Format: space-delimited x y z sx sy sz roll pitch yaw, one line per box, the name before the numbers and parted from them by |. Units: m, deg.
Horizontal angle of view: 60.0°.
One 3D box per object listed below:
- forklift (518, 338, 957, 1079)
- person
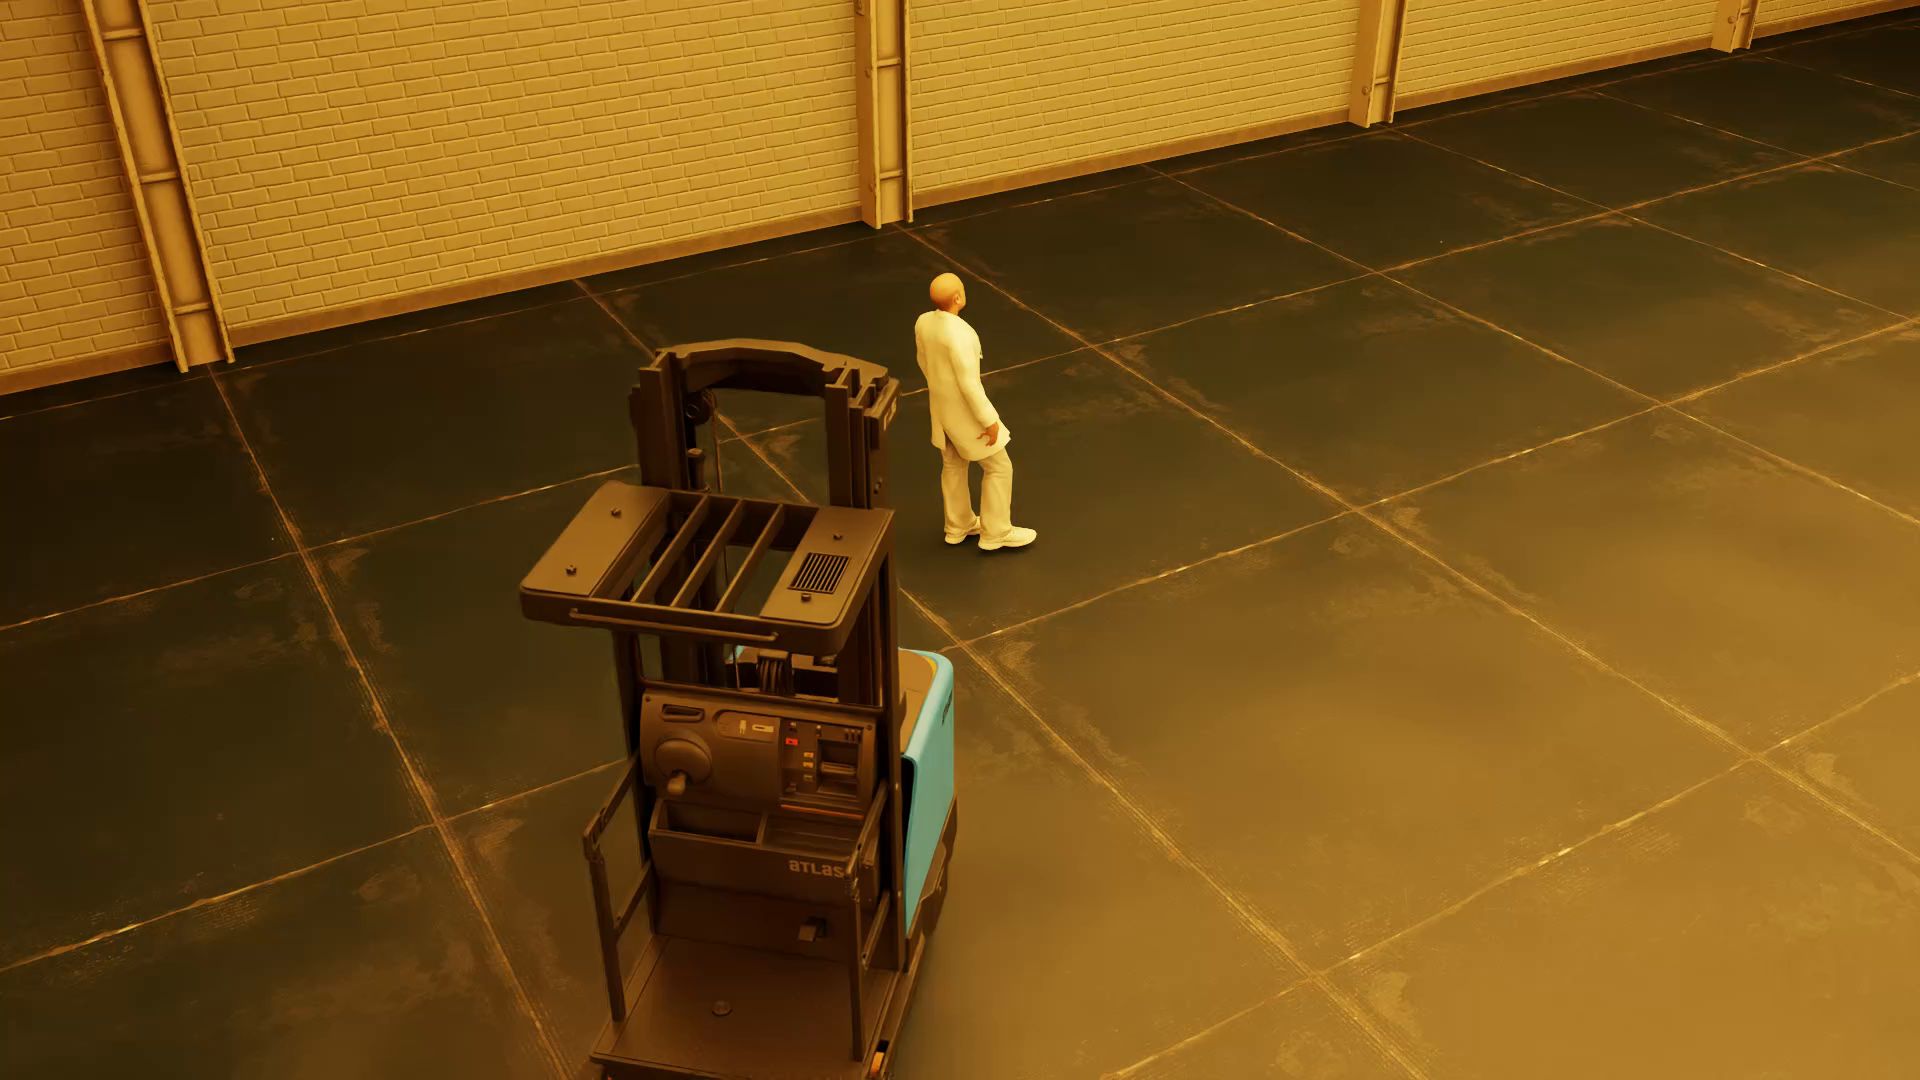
forklift | -0.820 0.870 6.194 1.130 2.935 3.031 6 31 10
person | 0.081 -0.792 10.077 0.579 1.778 0.696 -17 35 -26
